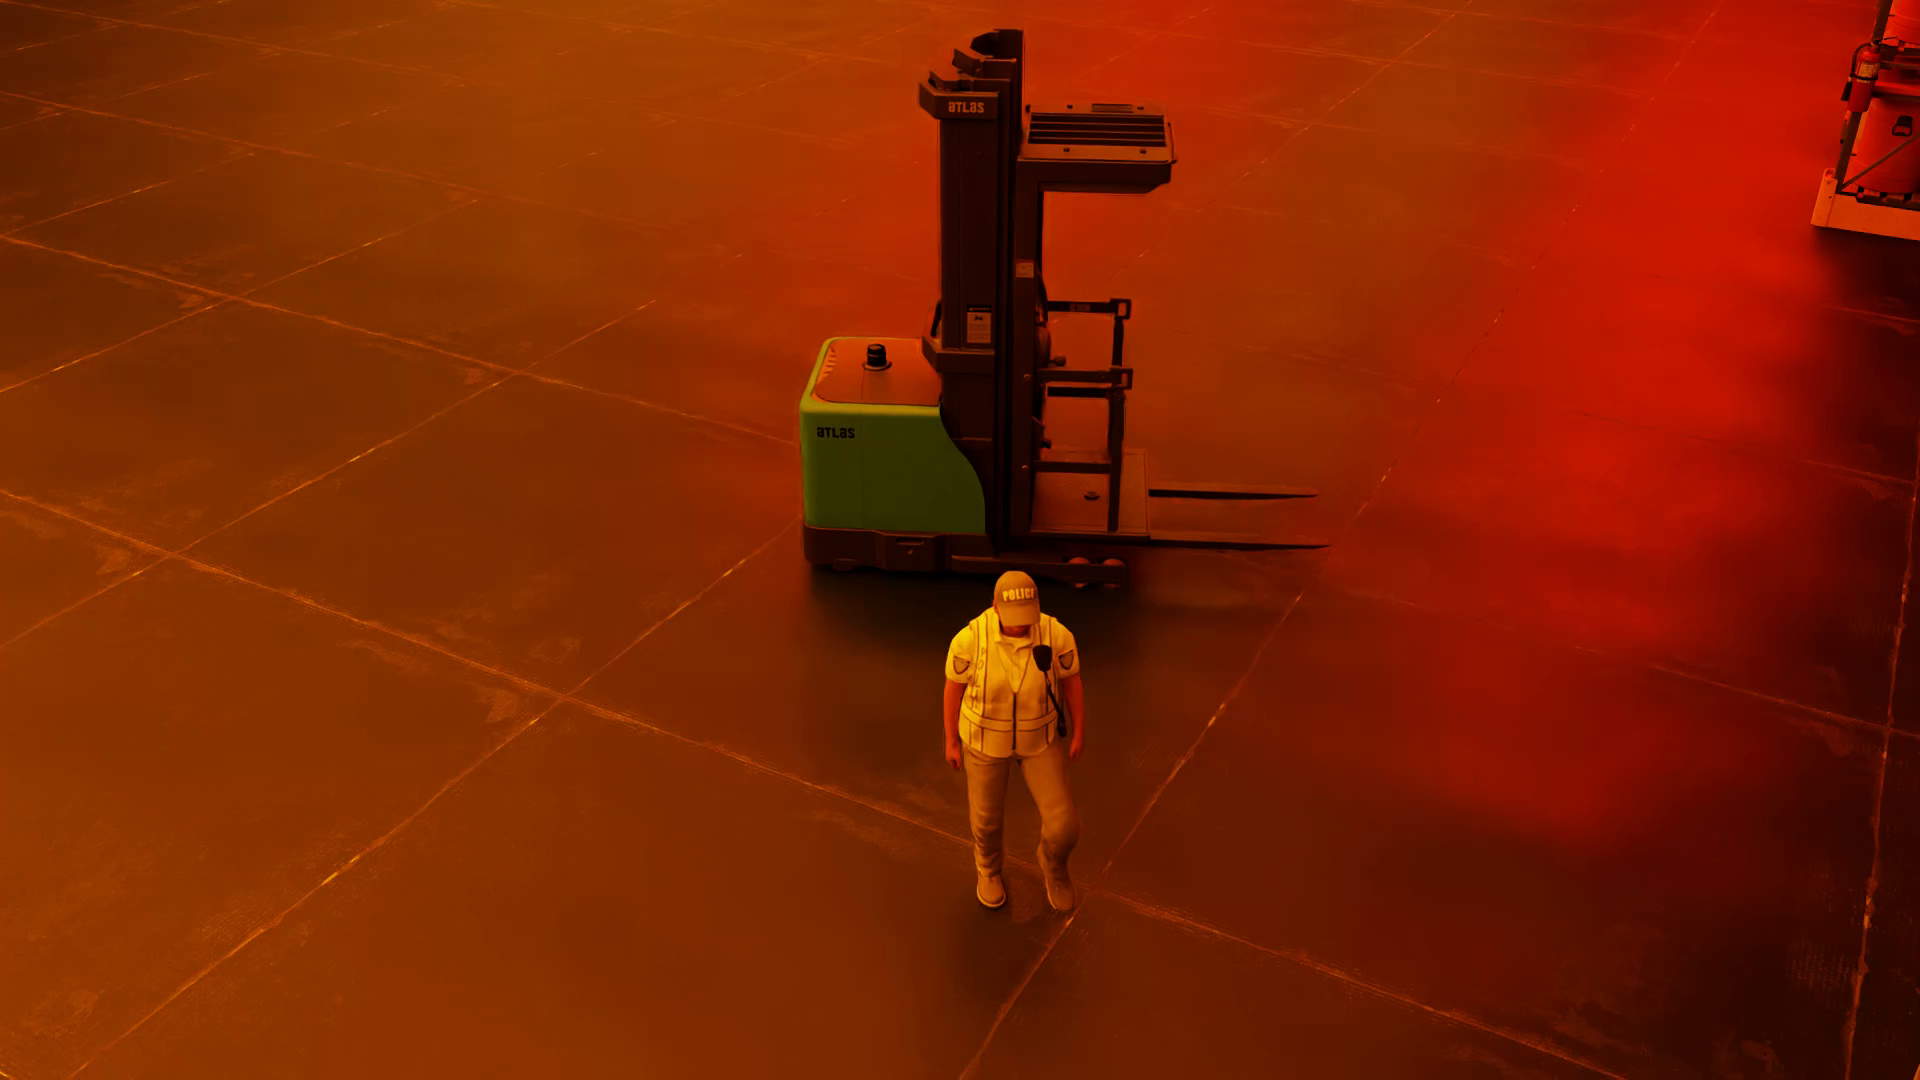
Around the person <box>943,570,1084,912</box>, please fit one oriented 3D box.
[{"bbox_3d":[0.229,0.865,6.887,0.585,1.670,0.491,-2,30,-3],"label":"person"}]

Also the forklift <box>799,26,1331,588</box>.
[{"bbox_3d":[0.635,-1.271,9.273,3.031,2.935,1.130,2,30,4],"label":"forklift"}]
